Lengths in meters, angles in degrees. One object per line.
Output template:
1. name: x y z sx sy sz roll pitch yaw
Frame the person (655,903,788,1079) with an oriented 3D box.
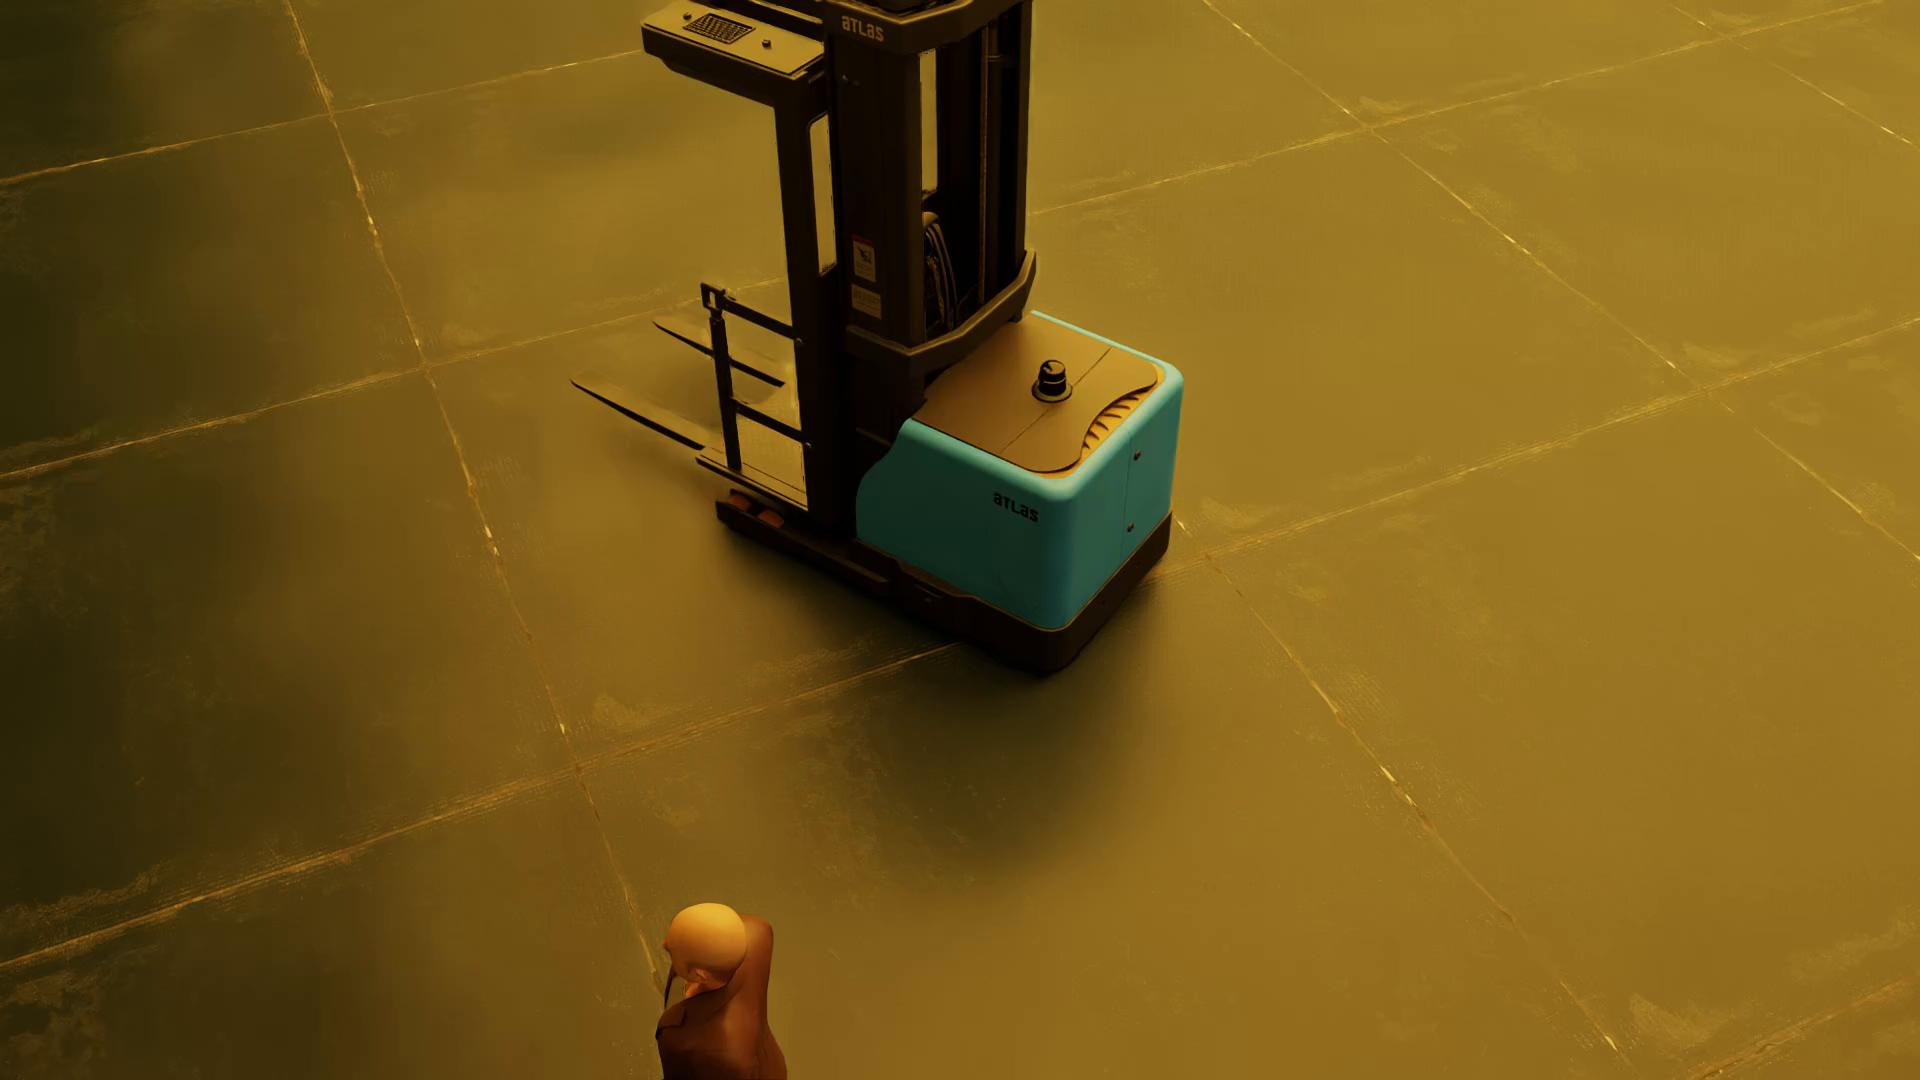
1. person: -0.693 1.601 4.806 0.384 1.783 0.563 1 43 1

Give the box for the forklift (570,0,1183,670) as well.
1. forklift: -0.537 -1.317 7.092 3.031 2.935 1.130 25 49 25
